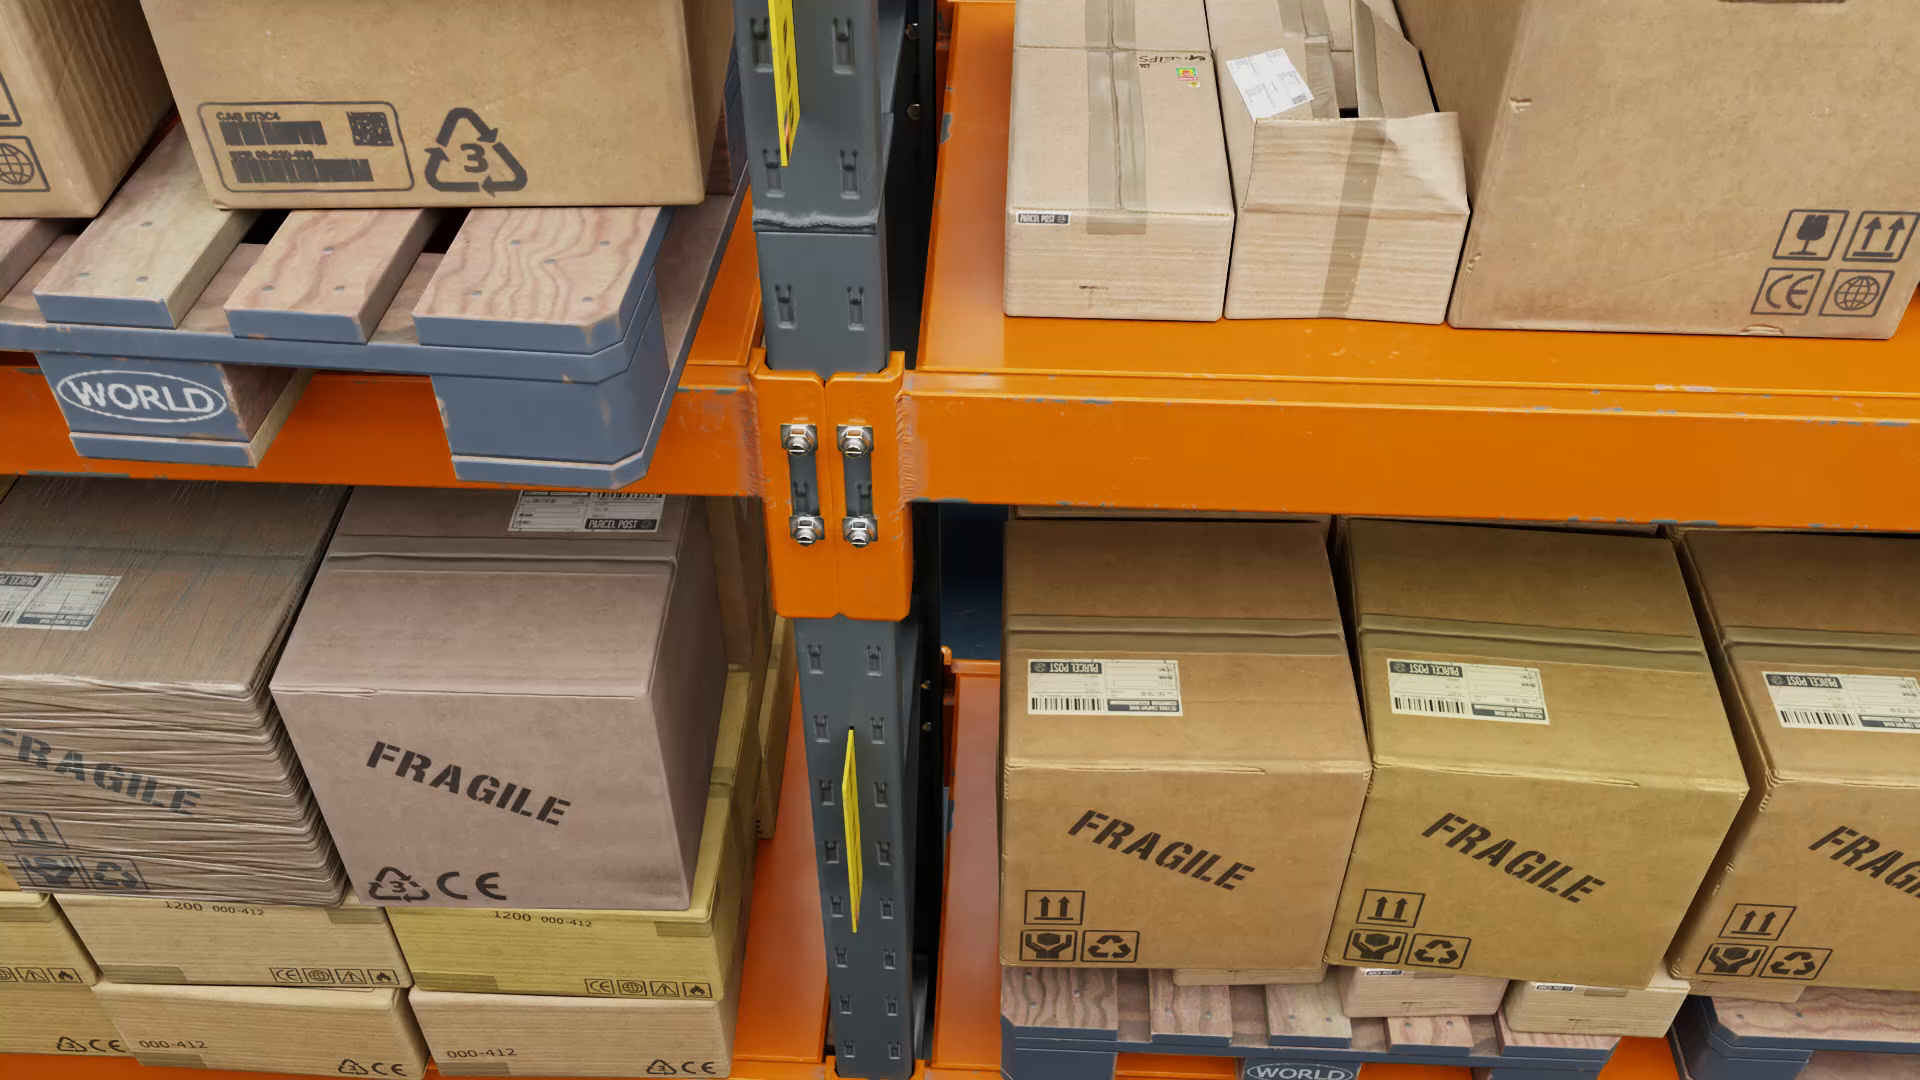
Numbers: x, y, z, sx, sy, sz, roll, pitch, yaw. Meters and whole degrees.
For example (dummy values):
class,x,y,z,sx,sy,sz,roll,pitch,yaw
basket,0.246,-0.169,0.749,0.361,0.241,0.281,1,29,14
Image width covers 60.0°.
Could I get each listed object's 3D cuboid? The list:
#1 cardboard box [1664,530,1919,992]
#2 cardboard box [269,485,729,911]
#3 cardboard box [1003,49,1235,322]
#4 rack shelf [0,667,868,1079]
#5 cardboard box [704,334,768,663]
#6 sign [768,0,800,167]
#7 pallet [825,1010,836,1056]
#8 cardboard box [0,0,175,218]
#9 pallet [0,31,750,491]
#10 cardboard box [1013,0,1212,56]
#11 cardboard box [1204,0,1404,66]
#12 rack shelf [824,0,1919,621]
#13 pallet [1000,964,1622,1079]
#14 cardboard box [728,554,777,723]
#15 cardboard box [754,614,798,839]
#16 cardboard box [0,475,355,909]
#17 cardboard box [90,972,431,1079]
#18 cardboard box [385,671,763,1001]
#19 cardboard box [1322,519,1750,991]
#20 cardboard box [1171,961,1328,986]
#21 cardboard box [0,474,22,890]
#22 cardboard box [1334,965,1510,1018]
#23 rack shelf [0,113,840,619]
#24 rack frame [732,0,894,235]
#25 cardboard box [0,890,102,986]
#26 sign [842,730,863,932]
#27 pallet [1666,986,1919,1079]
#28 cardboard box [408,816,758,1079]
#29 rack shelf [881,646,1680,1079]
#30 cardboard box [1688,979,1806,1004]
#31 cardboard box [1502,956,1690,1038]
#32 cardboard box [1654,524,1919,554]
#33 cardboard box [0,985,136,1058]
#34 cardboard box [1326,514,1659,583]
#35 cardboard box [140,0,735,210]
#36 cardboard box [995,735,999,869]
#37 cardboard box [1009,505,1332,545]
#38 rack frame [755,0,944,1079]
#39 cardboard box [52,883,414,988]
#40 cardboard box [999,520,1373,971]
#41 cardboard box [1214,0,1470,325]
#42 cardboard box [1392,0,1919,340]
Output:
class,x,y,z,sx,sy,sz,roll,pitch,yaw
cardboard box,1.367,0.342,2.582,0.500,0.500,0.500,2,43,3
cardboard box,-0.652,0.207,2.520,0.500,0.500,0.500,1,43,1
cardboard box,0.183,-0.433,1.998,0.250,0.149,0.380,2,43,2
rack shelf,-2.122,0.649,3.381,4.000,0.370,1.077,2,43,2
cardboard box,-0.606,-0.137,2.890,0.500,0.500,0.500,0,43,0
sign,-0.157,-0.491,1.438,0.005,0.325,0.100,2,43,2
pallet,-0.908,1.392,4.101,1.213,0.211,1.003,2,43,2
cardboard box,-1.122,-0.742,1.764,0.500,0.500,0.700,0,43,0
pallet,-0.770,-0.565,2.094,1.003,0.211,1.213,4,43,4
cardboard box,0.200,-0.692,2.276,0.250,0.149,0.380,2,43,2
cardboard box,0.449,-0.690,2.274,0.250,0.149,0.380,2,43,2
rack shelf,1.874,-0.326,2.226,4.000,0.370,1.077,2,43,2
pallet,0.593,0.467,3.189,1.003,0.211,1.213,2,43,2
cardboard box,-0.619,0.135,3.147,0.500,0.250,0.500,1,43,2
cardboard box,-0.602,0.316,3.321,0.500,0.250,0.500,1,43,1
cardboard box,-1.165,0.197,2.531,0.500,0.500,0.500,2,43,3
cardboard box,-1.152,0.658,2.953,0.500,0.250,0.500,2,43,3
cardboard box,-0.619,0.477,2.780,0.500,0.250,0.500,2,43,2
cardboard box,0.836,0.331,2.595,0.500,0.500,0.500,4,43,4
cardboard box,0.473,0.553,2.832,0.250,0.149,0.380,-1,43,-1
cardboard box,-1.661,0.177,2.553,0.500,0.500,0.500,2,43,2
cardboard box,0.744,0.593,2.789,0.250,0.149,0.380,-1,43,-1
rack shelf,-2.122,-0.449,2.358,4.000,0.370,1.077,2,43,2
rack frame,-0.124,-1.748,1.025,0.127,3.000,1.000,2,43,2
cardboard box,-1.644,0.462,2.797,0.500,0.250,0.500,1,43,1
sign,-0.146,0.401,2.269,0.005,0.325,0.100,2,43,2
pallet,1.855,0.550,3.100,1.213,0.211,1.003,2,43,2
cardboard box,-0.641,0.663,2.948,0.500,0.250,0.500,0,43,0
rack shelf,1.874,0.772,3.249,4.000,0.370,1.077,2,43,2
cardboard box,1.263,0.570,2.814,0.250,0.149,0.380,4,43,4
cardboard box,1.018,0.616,2.765,0.250,0.149,0.380,2,43,2
cardboard box,1.364,-0.004,2.954,0.500,0.500,0.500,-1,43,-1
cardboard box,-1.654,0.632,2.981,0.500,0.250,0.500,1,43,1
cardboard box,0.860,-0.019,2.970,0.500,0.500,0.500,1,43,1
cardboard box,-0.508,-0.751,1.771,0.637,0.503,0.797,-1,43,-1
cardboard box,0.192,0.522,2.865,0.250,0.149,0.380,-1,43,-1
cardboard box,0.343,-0.027,2.979,0.500,0.500,0.500,1,43,1
rack frame,-0.124,0.447,3.070,0.127,3.000,1.000,2,43,2
cardboard box,-1.132,0.464,2.795,0.500,0.250,0.500,1,43,1
cardboard box,0.315,0.319,2.607,0.500,0.500,0.500,1,43,1
cardboard box,0.438,-0.468,1.950,0.258,0.266,0.396,2,43,2
cardboard box,0.822,-0.651,1.974,0.500,0.500,0.700,2,43,2
